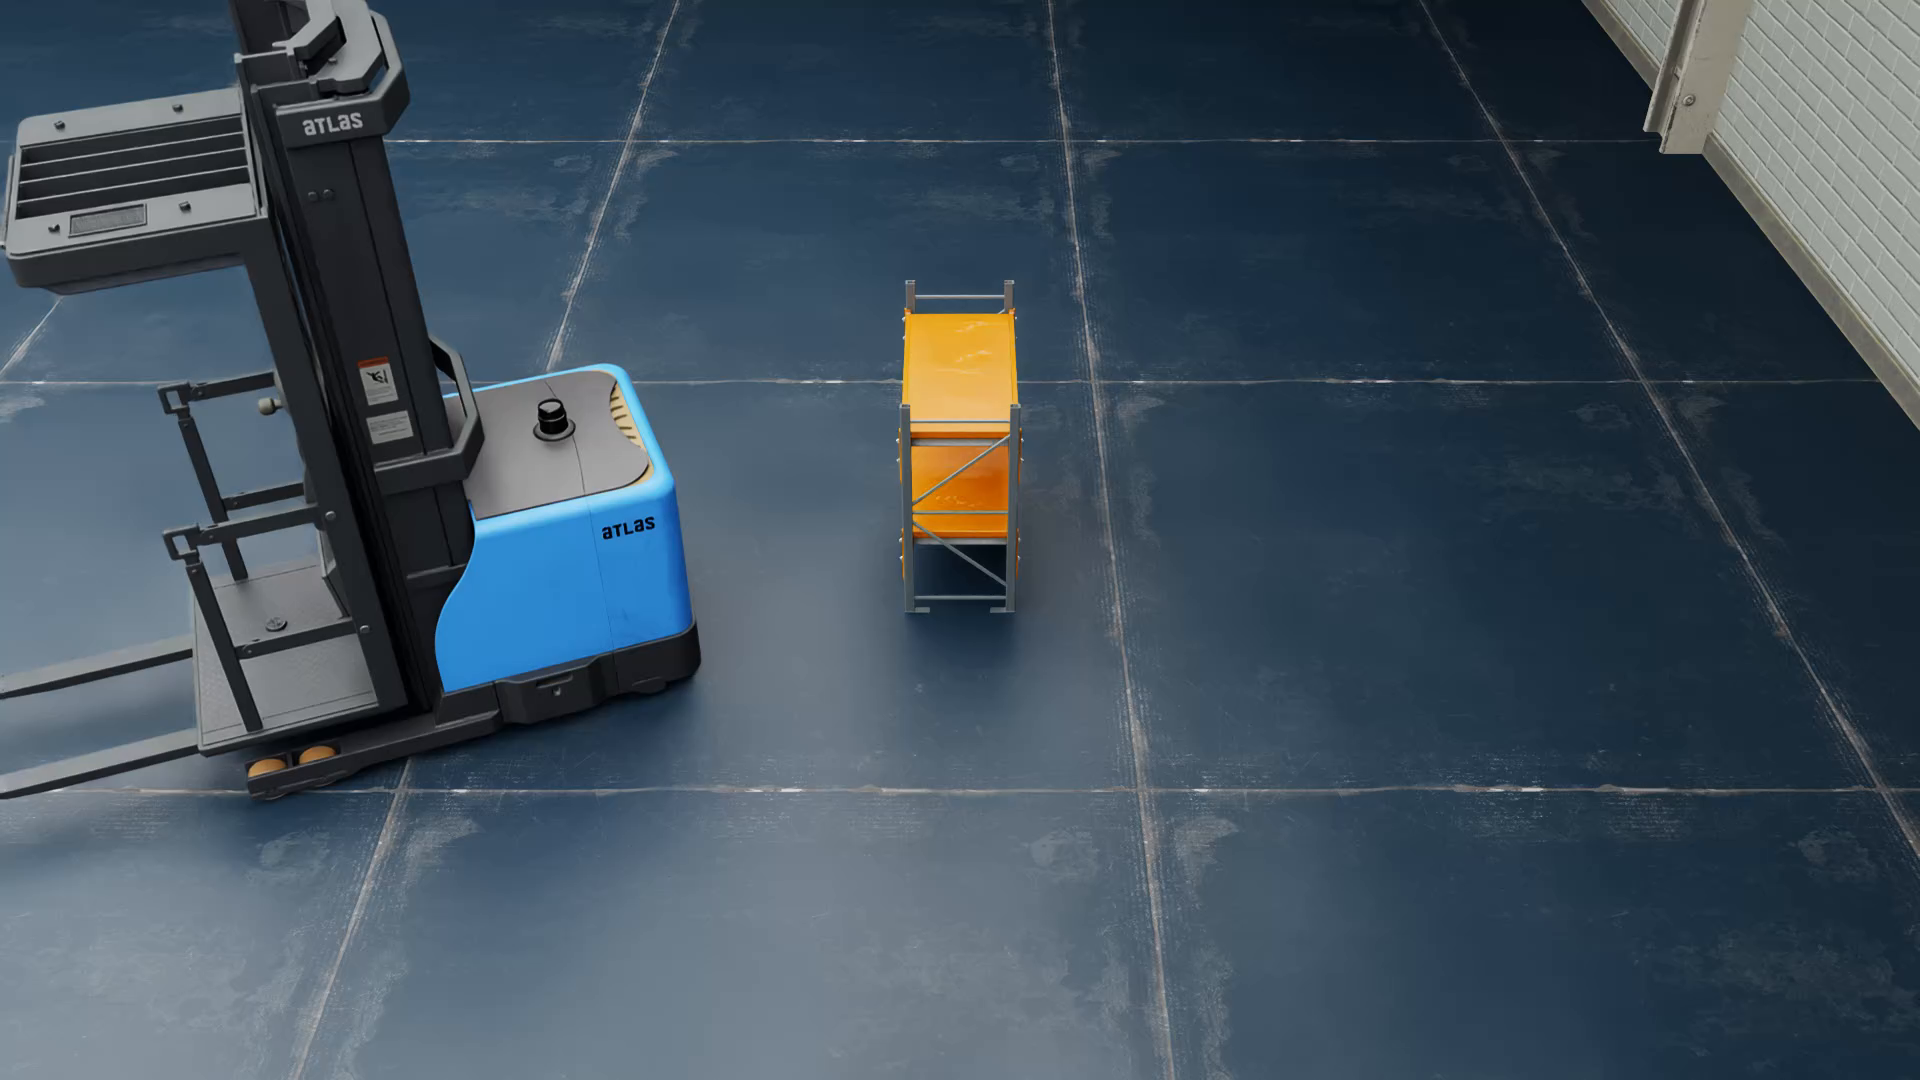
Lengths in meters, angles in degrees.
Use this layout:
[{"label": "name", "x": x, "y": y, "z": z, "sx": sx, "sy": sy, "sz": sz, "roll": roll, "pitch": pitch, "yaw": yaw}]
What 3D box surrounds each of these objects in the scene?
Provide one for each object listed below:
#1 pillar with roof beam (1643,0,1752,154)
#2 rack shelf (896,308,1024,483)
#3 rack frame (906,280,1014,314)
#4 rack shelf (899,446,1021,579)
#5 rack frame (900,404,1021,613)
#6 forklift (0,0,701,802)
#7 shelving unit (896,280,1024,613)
[{"label": "pillar with roof beam", "x": 0.600, "y": -6.250, "z": 8.599, "sx": 9.100, "sy": 9.000, "sz": 0.400, "roll": 0, "pitch": 39, "yaw": 0}, {"label": "rack shelf", "x": 0.000, "y": -0.663, "z": 7.455, "sx": 0.538, "sy": 0.278, "sz": 1.000, "roll": 0, "pitch": 39, "yaw": 0}, {"label": "rack frame", "x": -0.001, "y": -0.753, "z": 8.035, "sx": 0.500, "sy": 1.125, "sz": 0.032, "roll": 0, "pitch": 39, "yaw": 0}, {"label": "rack shelf", "x": 0.000, "y": -0.244, "z": 7.791, "sx": 0.538, "sy": 0.278, "sz": 1.000, "roll": 0, "pitch": 39, "yaw": 0}, {"label": "rack frame", "x": 0.001, "y": -0.117, "z": 7.242, "sx": 0.500, "sy": 1.125, "sz": 0.032, "roll": 0, "pitch": 39, "yaw": 0}, {"label": "forklift", "x": -2.693, "y": -0.475, "z": 6.245, "sx": 3.031, "sy": 2.935, "sz": 1.130, "roll": -14, "pitch": 41, "yaw": -17}, {"label": "shelving unit", "x": 0.000, "y": -0.435, "z": 7.638, "sx": 0.538, "sy": 1.125, "sz": 1.048, "roll": 0, "pitch": 39, "yaw": 0}]
